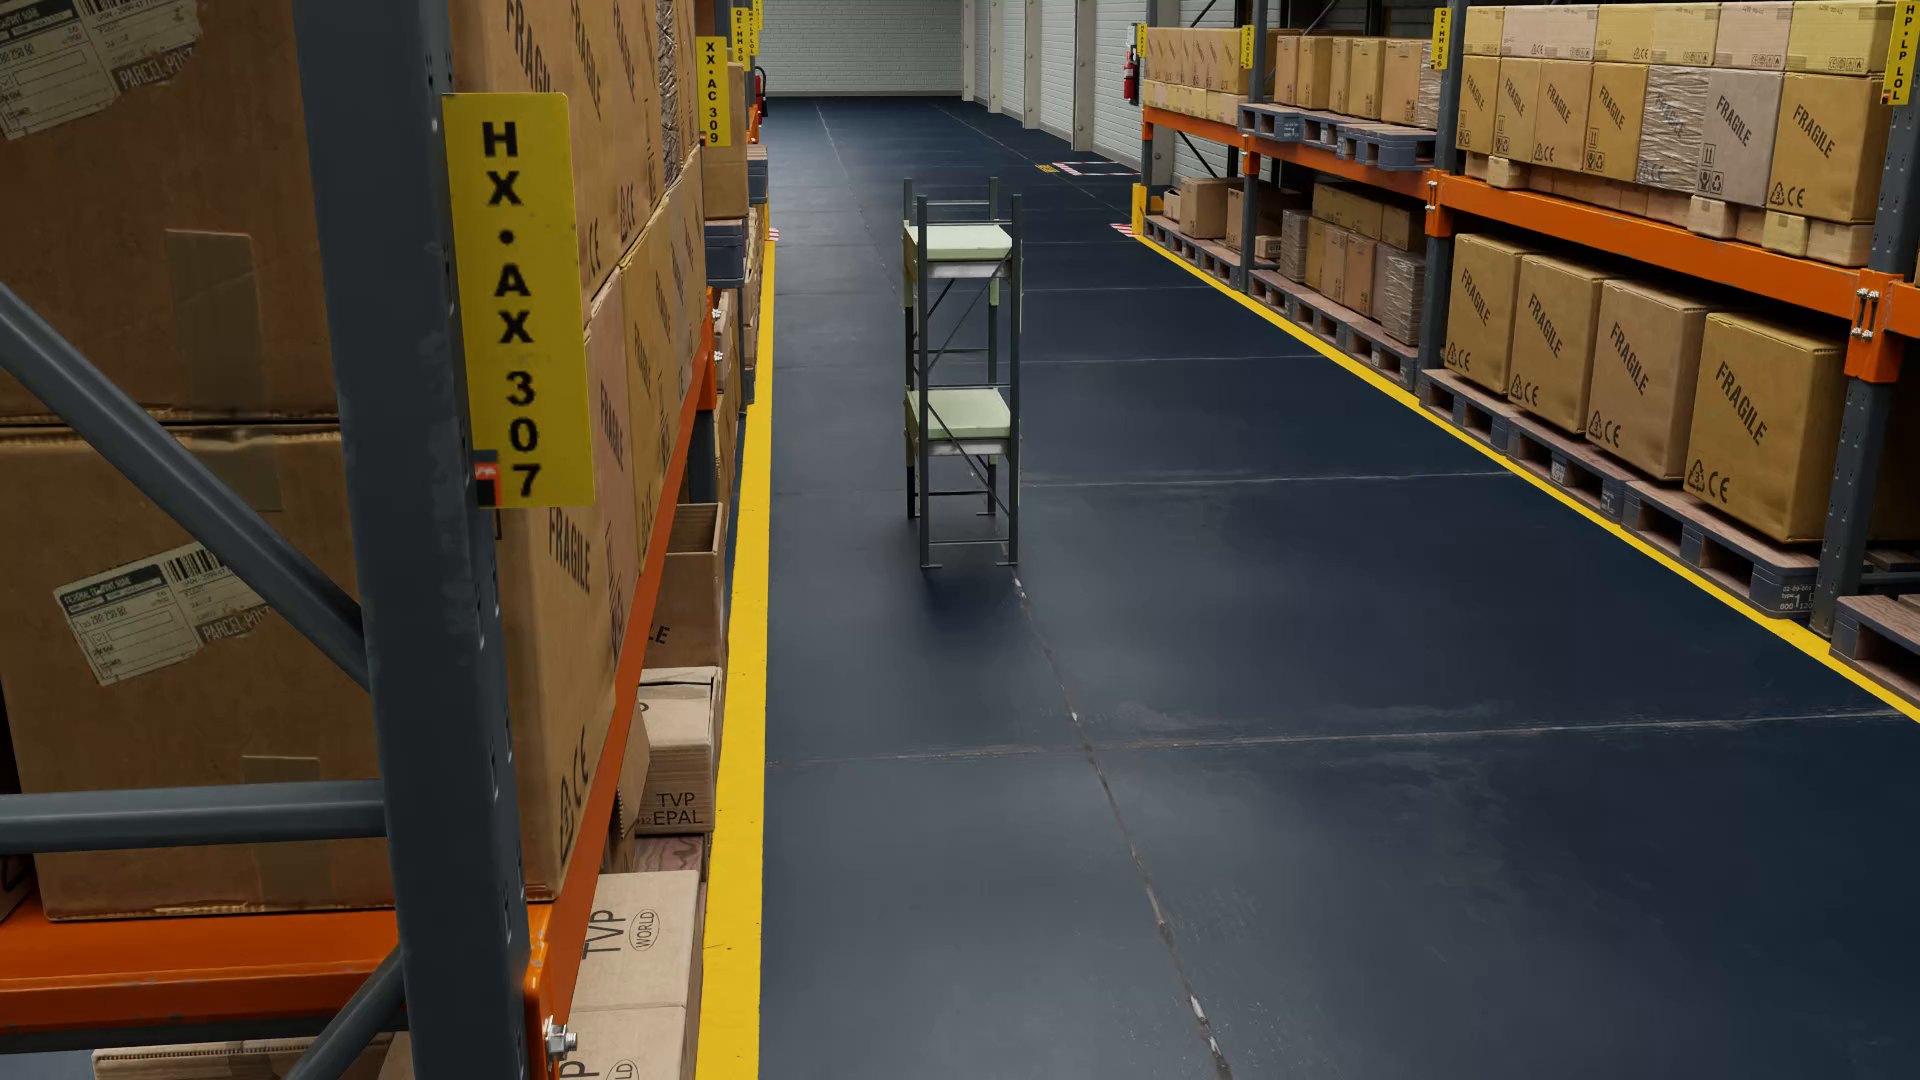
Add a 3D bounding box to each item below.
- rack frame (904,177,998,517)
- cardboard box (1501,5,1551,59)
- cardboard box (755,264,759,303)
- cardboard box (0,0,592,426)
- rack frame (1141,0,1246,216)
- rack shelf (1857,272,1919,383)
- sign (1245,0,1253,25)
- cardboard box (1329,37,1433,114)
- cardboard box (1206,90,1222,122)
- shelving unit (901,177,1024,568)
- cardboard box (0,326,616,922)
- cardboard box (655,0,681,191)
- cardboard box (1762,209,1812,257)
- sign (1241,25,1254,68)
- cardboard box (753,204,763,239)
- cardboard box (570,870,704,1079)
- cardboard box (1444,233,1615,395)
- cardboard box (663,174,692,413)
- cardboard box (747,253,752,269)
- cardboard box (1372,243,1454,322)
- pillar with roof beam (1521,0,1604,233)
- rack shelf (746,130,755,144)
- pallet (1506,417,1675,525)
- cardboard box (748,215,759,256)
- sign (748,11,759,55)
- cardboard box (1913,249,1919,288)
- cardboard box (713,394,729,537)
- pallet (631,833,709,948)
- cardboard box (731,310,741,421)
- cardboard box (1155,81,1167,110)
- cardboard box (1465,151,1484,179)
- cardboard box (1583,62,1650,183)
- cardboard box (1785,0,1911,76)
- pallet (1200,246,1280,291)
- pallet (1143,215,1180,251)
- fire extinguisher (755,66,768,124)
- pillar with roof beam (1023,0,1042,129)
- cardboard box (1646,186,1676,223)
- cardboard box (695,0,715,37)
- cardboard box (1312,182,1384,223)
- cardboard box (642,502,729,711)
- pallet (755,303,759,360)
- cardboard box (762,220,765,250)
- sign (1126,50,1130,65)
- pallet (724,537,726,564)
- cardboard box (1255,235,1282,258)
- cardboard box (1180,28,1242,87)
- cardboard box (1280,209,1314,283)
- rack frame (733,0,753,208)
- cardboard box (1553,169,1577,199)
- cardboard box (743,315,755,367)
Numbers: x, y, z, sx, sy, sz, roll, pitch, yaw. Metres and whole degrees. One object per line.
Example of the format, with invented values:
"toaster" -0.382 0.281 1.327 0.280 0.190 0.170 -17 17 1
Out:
"rack frame" -0.038 -0.827 7.306 0.400 1.500 0.023 -2 18 -6
"cardboard box" 3.061 -2.544 8.323 0.500 0.250 0.500 -2 18 -6
"cardboard box" -1.690 -1.798 11.787 0.500 0.250 0.500 -1 17 -4
"cardboard box" -0.671 -0.418 1.663 0.500 0.500 0.500 -1 17 -4
"rack frame" 2.389 -4.674 17.056 1.000 3.000 0.127 -2 18 -6
"rack shelf" 3.833 -0.159 3.878 1.077 0.370 4.000 -2 18 -6
"sign" 2.943 -5.388 16.871 0.100 0.325 0.005 -2 18 -6
"cardboard box" 2.970 -3.225 11.540 0.700 0.500 0.500 1 17 2
"cardboard box" 2.408 -3.700 14.173 0.500 0.250 0.500 -2 18 -5
"shelving unit" -0.001 -0.718 6.959 0.431 1.500 0.755 -2 18 -6
"cardboard box" -0.671 0.059 1.813 0.500 0.500 0.500 -1 17 -4
"cardboard box" -0.883 -1.024 3.594 0.500 0.500 0.500 -2 18 -5
"cardboard box" 3.261 -1.155 6.233 0.380 0.149 0.250 -1 17 -5
"sign" 2.263 -3.876 13.070 0.100 0.325 0.005 -2 18 -6
"cardboard box" -1.862 -2.722 13.476 0.500 0.500 0.500 -2 18 -6
"cardboard box" -0.765 0.881 3.220 0.500 0.250 0.500 -2 18 -6
"cardboard box" 3.160 -1.242 9.012 0.750 0.750 0.750 -2 18 -6
"cardboard box" -0.883 -0.544 3.736 0.500 0.500 0.500 -1 17 -4
"cardboard box" -1.537 -1.613 10.262 0.500 0.311 0.500 -2 18 -7
"cardboard box" 3.151 -1.677 10.951 0.700 0.500 0.500 -2 18 -6
"pillar with roof beam" -0.341 -5.433 9.461 9.100 9.000 0.400 -2 18 -6
"rack shelf" -1.919 -2.389 10.979 1.077 0.370 4.000 -2 18 -6
"pallet" 3.343 -0.360 7.971 1.003 0.211 1.213 -2 18 -6
"cardboard box" -1.738 -2.217 12.185 0.500 0.311 0.500 -1 17 -4
"sign" -1.586 -3.862 12.670 0.100 0.325 0.005 -2 18 -6
"cardboard box" 3.667 -1.079 5.107 0.980 0.700 0.700 -2 17 -5
"cardboard box" -1.174 -0.272 6.474 0.500 0.500 0.500 -2 17 -5
"pallet" -1.101 0.955 3.782 1.003 0.211 1.213 -2 18 -6
"cardboard box" -1.383 -0.882 8.417 0.500 0.500 0.500 -1 17 -3
"cardboard box" 2.191 -4.302 16.090 0.500 0.250 0.500 -2 18 -7
"cardboard box" 3.018 -2.075 9.163 0.380 0.149 0.250 -2 18 -6
"cardboard box" 3.166 -1.878 7.453 0.500 0.500 0.500 -1 17 -4
"cardboard box" 3.324 -1.787 5.911 0.500 0.250 0.500 -1 17 -4
"pallet" 2.697 -2.350 14.312 1.003 0.211 1.213 -2 18 -6
"pallet" 2.446 -3.077 16.627 1.003 0.211 1.213 -2 18 -6
"fire extinguisher" -2.088 -4.532 16.734 0.296 0.674 0.183 -2 18 -6
"pillar with roof beam" -2.817 -12.584 32.237 9.100 9.000 0.400 -2 18 -6
"cardboard box" 3.223 -1.460 7.206 0.380 0.149 0.250 -2 18 -7
"cardboard box" -2.177 -4.126 12.980 0.700 0.500 0.500 -2 18 -5
"cardboard box" 2.943 -2.507 12.342 0.500 0.250 0.500 -2 18 -7
"cardboard box" -0.959 0.199 4.973 0.500 0.500 0.500 -2 18 -6
"pallet" -1.881 -1.415 11.331 1.003 0.211 1.213 -2 18 -6
"cardboard box" -1.964 -2.662 14.538 0.500 0.250 0.500 -2 18 -6
"sign" 2.532 -7.202 25.049 0.001 0.329 0.234 -2 18 -6
"pallet" -1.422 0.145 6.363 1.003 0.211 1.213 -2 18 -6
"cardboard box" 2.717 -2.498 14.123 0.380 0.166 0.250 -4 18 -13
"cardboard box" 2.293 -4.363 15.031 0.500 0.500 0.500 -1 17 -4
"cardboard box" 2.894 -2.280 12.872 0.700 0.500 0.500 -1 17 -4
"rack frame" -2.125 -3.328 12.769 1.000 3.000 0.127 -2 18 -6
"cardboard box" 3.162 -1.769 8.191 0.380 0.149 0.250 -1 17 -4
"cardboard box" -1.475 -1.190 9.848 0.500 0.250 0.500 -2 18 -6
